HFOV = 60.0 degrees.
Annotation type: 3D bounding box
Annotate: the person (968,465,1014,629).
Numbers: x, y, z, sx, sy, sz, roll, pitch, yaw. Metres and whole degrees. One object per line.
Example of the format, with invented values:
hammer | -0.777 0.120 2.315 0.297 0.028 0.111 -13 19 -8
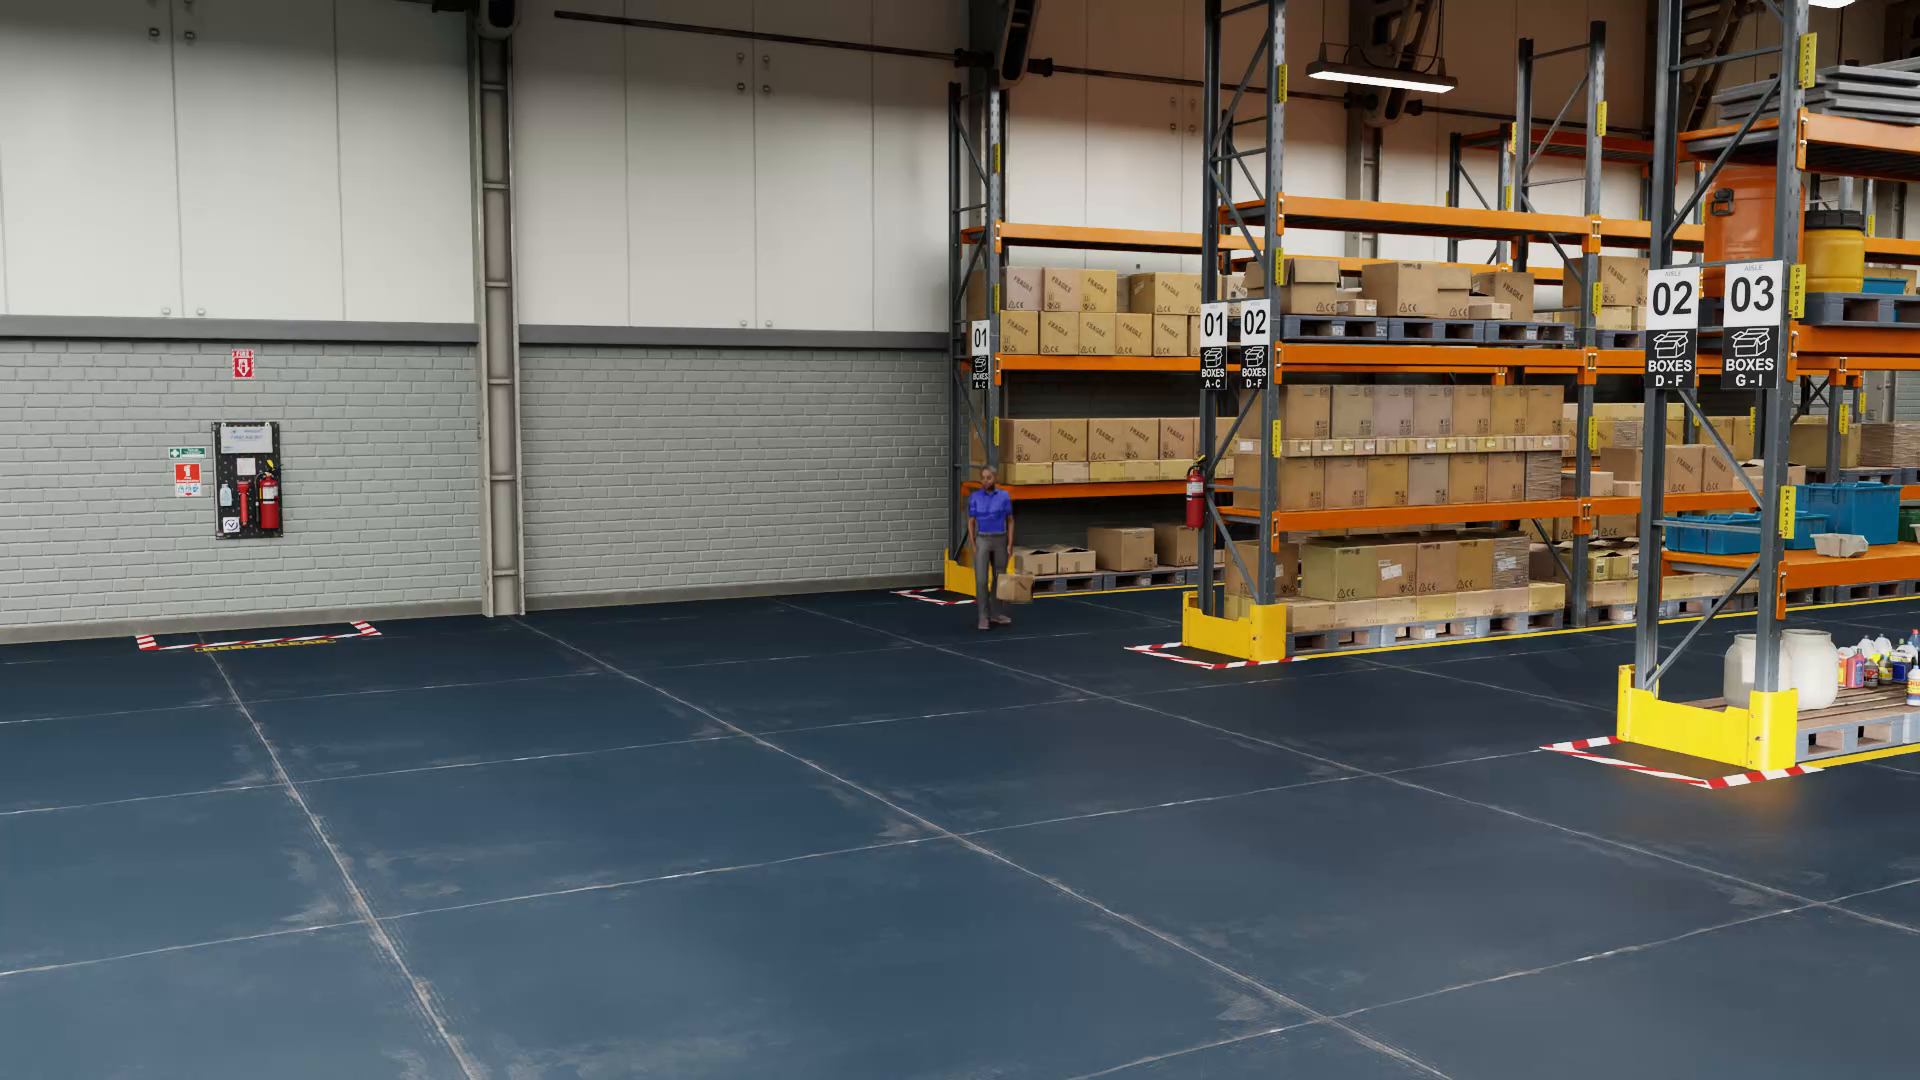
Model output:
person | 0.313 0.060 16.880 0.474 1.647 0.558 0 5 -5
